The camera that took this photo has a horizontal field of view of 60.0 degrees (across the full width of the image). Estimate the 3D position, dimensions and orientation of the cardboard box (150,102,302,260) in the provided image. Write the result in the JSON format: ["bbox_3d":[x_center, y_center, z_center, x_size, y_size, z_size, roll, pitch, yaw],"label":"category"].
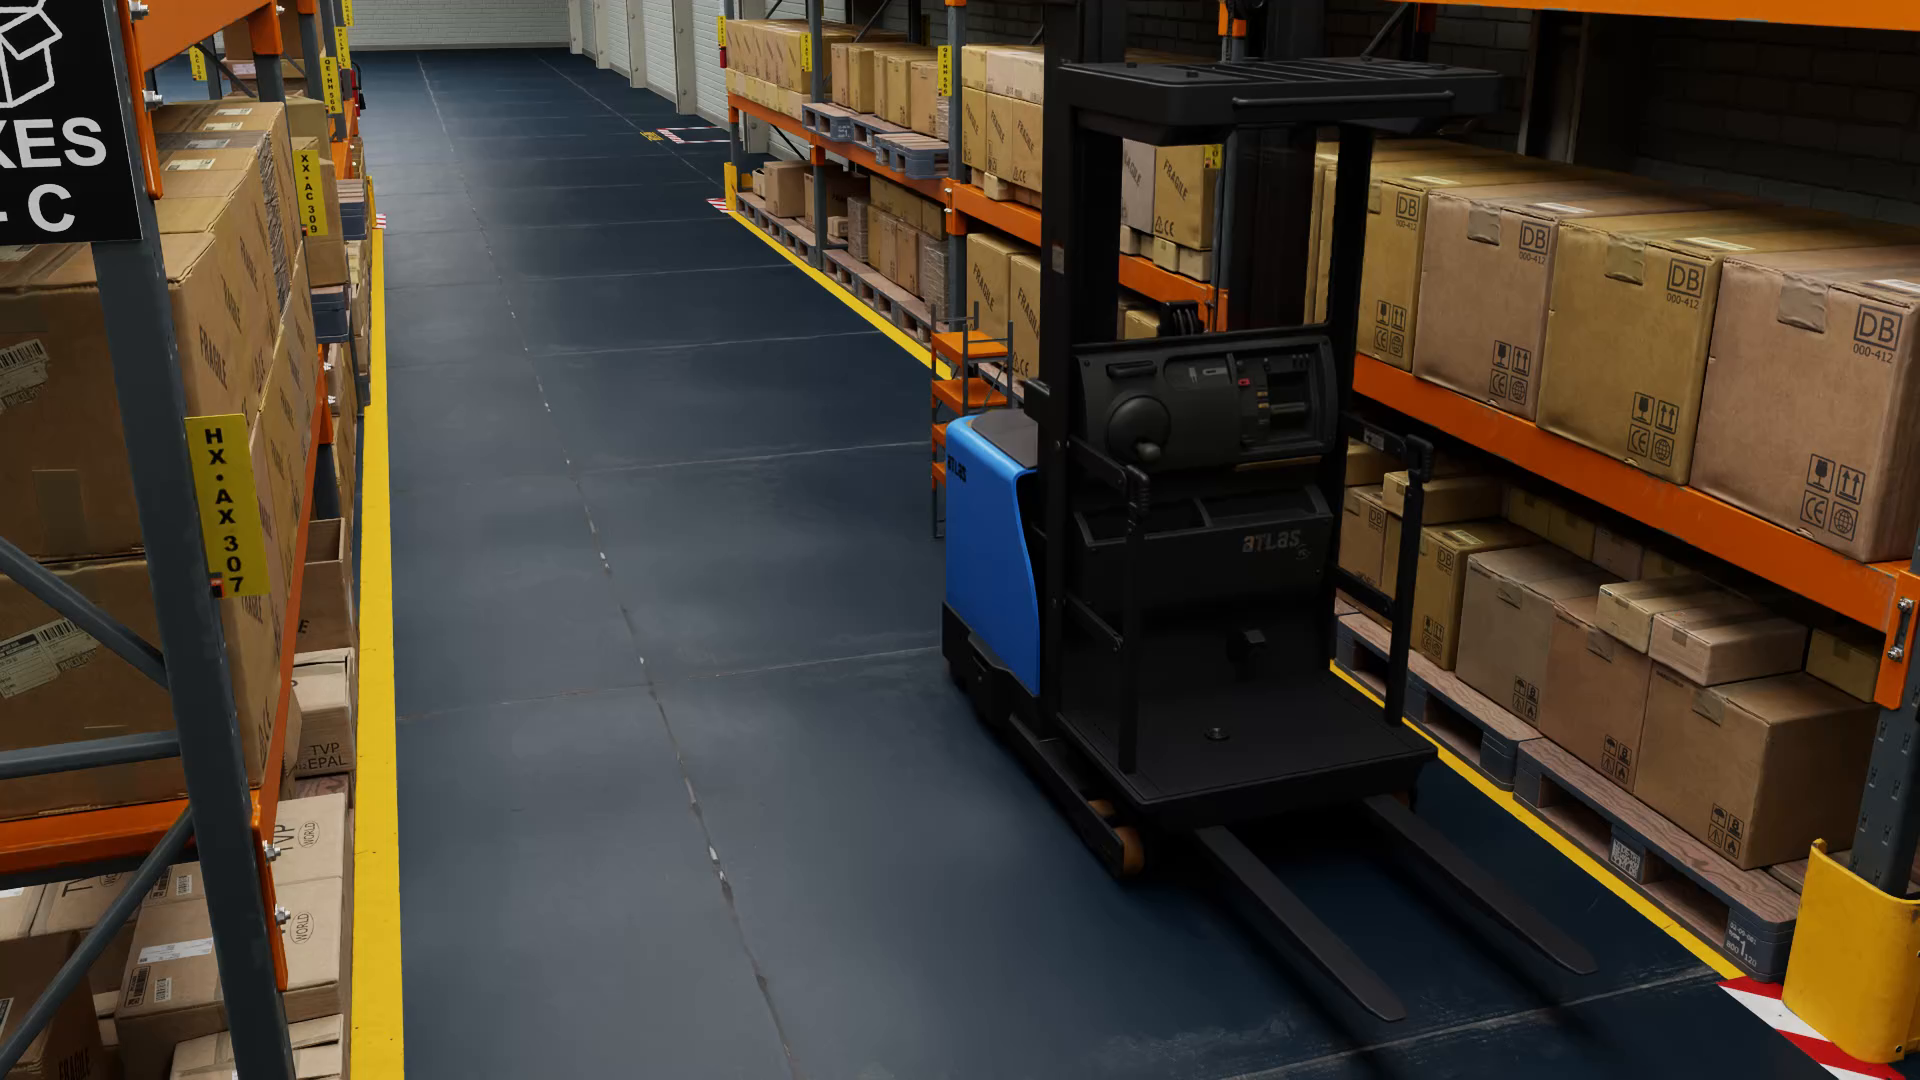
[{"bbox_3d":[-2.625,-1.256,5.850,0.500,0.500,0.500,-6,21,-17],"label":"cardboard box"}]

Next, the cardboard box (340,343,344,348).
[{"bbox_3d":[-3.749,-1.248,9.391,0.500,0.250,0.500,-6,20,-15],"label":"cardboard box"}]

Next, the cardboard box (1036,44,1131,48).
[{"bbox_3d":[0.803,-3.116,10.928,0.500,0.250,0.500,-6,21,-16],"label":"cardboard box"}]

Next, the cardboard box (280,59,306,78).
[{"bbox_3d":[-5.445,-3.900,13.730,0.380,0.149,0.250,-6,21,-17],"label":"cardboard box"}]

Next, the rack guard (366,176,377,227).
[{"bbox_3d":[-6.809,-3.556,17.577,1.175,0.500,0.348,-6,21,-17],"label":"rack guard"}]

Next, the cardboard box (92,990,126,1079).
[{"bbox_3d":[-2.219,1.249,4.044,0.380,0.166,0.250,-6,21,-17],"label":"cardboard box"}]

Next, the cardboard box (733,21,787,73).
[{"bbox_3d":[-2.090,-5.199,17.536,0.500,0.500,0.500,-6,21,-17],"label":"cardboard box"}]

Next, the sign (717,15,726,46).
[{"bbox_3d":[-2.615,-5.602,18.294,0.100,0.325,0.005,-6,21,-17],"label":"sign"}]

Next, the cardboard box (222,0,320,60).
[{"bbox_3d":[-5.690,-4.240,13.717,0.700,0.500,0.500,-6,21,-17],"label":"cardboard box"}]

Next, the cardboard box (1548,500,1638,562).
[{"bbox_3d":[2.443,-0.046,6.224,0.380,0.149,0.250,-6,21,-17],"label":"cardboard box"}]

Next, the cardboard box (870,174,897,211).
[{"bbox_3d":[-0.454,-2.977,14.204,0.500,0.250,0.500,-7,21,-18],"label":"cardboard box"}]

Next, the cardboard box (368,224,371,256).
[{"bbox_3d":[-5.555,-2.686,14.905,0.500,0.250,0.500,-6,21,-17],"label":"cardboard box"}]

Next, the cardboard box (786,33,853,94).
[{"bbox_3d":[-1.285,-4.379,15.254,0.500,0.500,0.500,-6,21,-17],"label":"cardboard box"}]

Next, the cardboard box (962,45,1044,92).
[{"bbox_3d":[0.321,-3.052,10.749,0.500,0.250,0.500,-6,21,-16],"label":"cardboard box"}]

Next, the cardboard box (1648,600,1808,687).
[{"bbox_3d":[2.400,0.320,5.205,0.380,0.149,0.250,-7,21,-18],"label":"cardboard box"}]

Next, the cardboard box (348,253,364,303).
[{"bbox_3d":[-4.504,-1.856,11.762,0.500,0.311,0.500,-7,21,-19],"label":"cardboard box"}]

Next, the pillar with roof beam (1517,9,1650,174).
[{"bbox_3d":[-1.374,-3.634,5.223,9.100,9.000,0.400,-6,21,-17],"label":"pillar with roof beam"}]

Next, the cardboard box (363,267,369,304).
[{"bbox_3d":[-4.821,-1.916,12.758,0.500,0.250,0.500,-6,21,-16],"label":"cardboard box"}]

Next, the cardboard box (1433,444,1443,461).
[{"bbox_3d":[1.809,-0.171,7.533,0.700,0.500,0.500,-6,21,-17],"label":"cardboard box"}]

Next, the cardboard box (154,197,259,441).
[{"bbox_3d":[-1.834,-0.445,3.591,0.500,0.500,0.500,-6,21,-17],"label":"cardboard box"}]

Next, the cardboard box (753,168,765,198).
[{"bbox_3d":[-1.968,-3.962,18.337,0.500,0.311,0.500,-9,22,-23],"label":"cardboard box"}]

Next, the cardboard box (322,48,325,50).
[{"bbox_3d":[-5.854,-4.313,14.880,0.380,0.149,0.250,-7,21,-19],"label":"cardboard box"}]

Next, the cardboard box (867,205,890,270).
[{"bbox_3d":[-0.386,-2.604,14.276,0.700,0.500,0.500,-7,21,-18],"label":"cardboard box"}]

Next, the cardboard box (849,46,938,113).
[{"bbox_3d":[-0.547,-3.875,13.970,0.700,0.500,0.500,-4,20,-12],"label":"cardboard box"}]

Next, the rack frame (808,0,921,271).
[{"bbox_3d":[-0.843,-3.968,15.027,1.000,3.000,0.127,-6,21,-17],"label":"rack frame"}]

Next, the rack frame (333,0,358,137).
[{"bbox_3d":[-6.802,-4.724,17.133,1.000,3.000,0.127,-6,21,-17],"label":"rack frame"}]

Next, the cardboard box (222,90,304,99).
[{"bbox_3d":[-5.153,-3.071,12.380,0.500,0.500,0.500,-5,20,-13],"label":"cardboard box"}]

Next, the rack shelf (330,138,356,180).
[{"bbox_3d":[-4.916,-2.460,11.894,1.077,0.370,4.000,-6,21,-17],"label":"rack shelf"}]

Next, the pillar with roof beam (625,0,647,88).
[{"bbox_3d":[-10.804,-13.262,32.026,9.100,9.000,0.400,-6,21,-17],"label":"pillar with roof beam"}]

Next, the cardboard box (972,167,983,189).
[{"bbox_3d":[0.298,-2.446,11.130,0.380,0.149,0.250,-7,21,-18],"label":"cardboard box"}]

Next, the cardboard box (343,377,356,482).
[{"bbox_3d":[-3.437,-0.579,8.638,0.500,0.500,0.500,-7,21,-19],"label":"cardboard box"}]

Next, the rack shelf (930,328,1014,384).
[{"bbox_3d":[0.052,-0.881,7.933,0.258,0.148,0.480,-6,21,-17],"label":"rack shelf"}]

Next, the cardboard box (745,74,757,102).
[{"bbox_3d":[-1.917,-4.671,17.177,0.500,0.250,0.500,-7,21,-18],"label":"cardboard box"}]

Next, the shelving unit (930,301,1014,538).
[{"bbox_3d":[0.052,-0.512,8.066,0.258,1.200,0.503,-6,21,-17],"label":"shelving unit"}]

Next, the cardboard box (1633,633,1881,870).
[{"bbox_3d":[2.614,0.647,5.254,0.700,0.500,0.500,-6,21,-17],"label":"cardboard box"}]

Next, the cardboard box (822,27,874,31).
[{"bbox_3d":[-1.103,-4.760,16.315,0.500,0.500,0.500,-6,21,-16],"label":"cardboard box"}]

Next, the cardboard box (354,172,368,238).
[{"bbox_3d":[-5.393,-2.879,14.333,0.500,0.500,0.500,-6,21,-17],"label":"cardboard box"}]

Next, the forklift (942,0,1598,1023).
[{"bbox_3d":[0.905,-0.445,5.320,1.130,2.935,3.031,-7,21,-19],"label":"forklift"}]

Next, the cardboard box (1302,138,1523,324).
[{"bbox_3d":[1.826,-1.366,7.340,0.980,0.700,0.700,-6,21,-16],"label":"cardboard box"}]

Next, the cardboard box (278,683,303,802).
[{"bbox_3d":[-2.435,0.697,5.082,0.797,0.503,0.637,-6,21,-17],"label":"cardboard box"}]

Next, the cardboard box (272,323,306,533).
[{"bbox_3d":[-2.140,-0.294,4.651,0.500,0.500,0.500,-6,21,-16],"label":"cardboard box"}]

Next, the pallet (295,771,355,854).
[{"bbox_3d":[-2.428,1.052,5.177,1.003,0.211,1.213,-6,21,-17],"label":"pallet"}]

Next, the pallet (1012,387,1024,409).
[{"bbox_3d":[0.970,-0.721,10.110,1.003,0.211,1.213,-6,21,-17],"label":"pallet"}]

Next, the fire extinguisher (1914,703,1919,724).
[{"bbox_3d":[2.538,0.192,4.111,0.296,0.674,0.183,-6,21,-17],"label":"fire extinguisher"}]

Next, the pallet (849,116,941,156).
[{"bbox_3d":[-0.247,-3.225,13.243,1.003,0.211,1.213,-6,21,-17],"label":"pallet"}]

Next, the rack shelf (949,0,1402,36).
[{"bbox_3d":[1.043,-3.116,9.281,1.077,0.370,4.000,-6,21,-17],"label":"rack shelf"}]

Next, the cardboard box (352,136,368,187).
[{"bbox_3d":[-6.351,-3.840,17.008,0.500,0.500,0.500,-6,21,-17],"label":"cardboard box"}]

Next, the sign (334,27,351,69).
[{"bbox_3d":[-5.033,-4.009,13.546,0.100,0.325,0.005,-6,21,-17],"label":"sign"}]

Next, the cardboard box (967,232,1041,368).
[{"bbox_3d":[0.521,-1.621,11.050,0.750,0.750,0.750,-7,21,-18],"label":"cardboard box"}]

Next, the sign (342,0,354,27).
[{"bbox_3d":[-6.282,-5.434,17.045,0.100,0.325,0.005,-6,21,-17],"label":"sign"}]

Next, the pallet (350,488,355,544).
[{"bbox_3d":[-3.709,-0.210,8.690,1.003,0.211,1.213,-6,21,-17],"label":"pallet"}]

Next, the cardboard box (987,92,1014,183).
[{"bbox_3d":[0.480,-2.529,10.403,0.500,0.500,0.500,-6,21,-15],"label":"cardboard box"}]

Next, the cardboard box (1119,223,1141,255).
[{"bbox_3d":[1.017,-1.616,8.819,0.380,0.149,0.250,-6,21,-17],"label":"cardboard box"}]
